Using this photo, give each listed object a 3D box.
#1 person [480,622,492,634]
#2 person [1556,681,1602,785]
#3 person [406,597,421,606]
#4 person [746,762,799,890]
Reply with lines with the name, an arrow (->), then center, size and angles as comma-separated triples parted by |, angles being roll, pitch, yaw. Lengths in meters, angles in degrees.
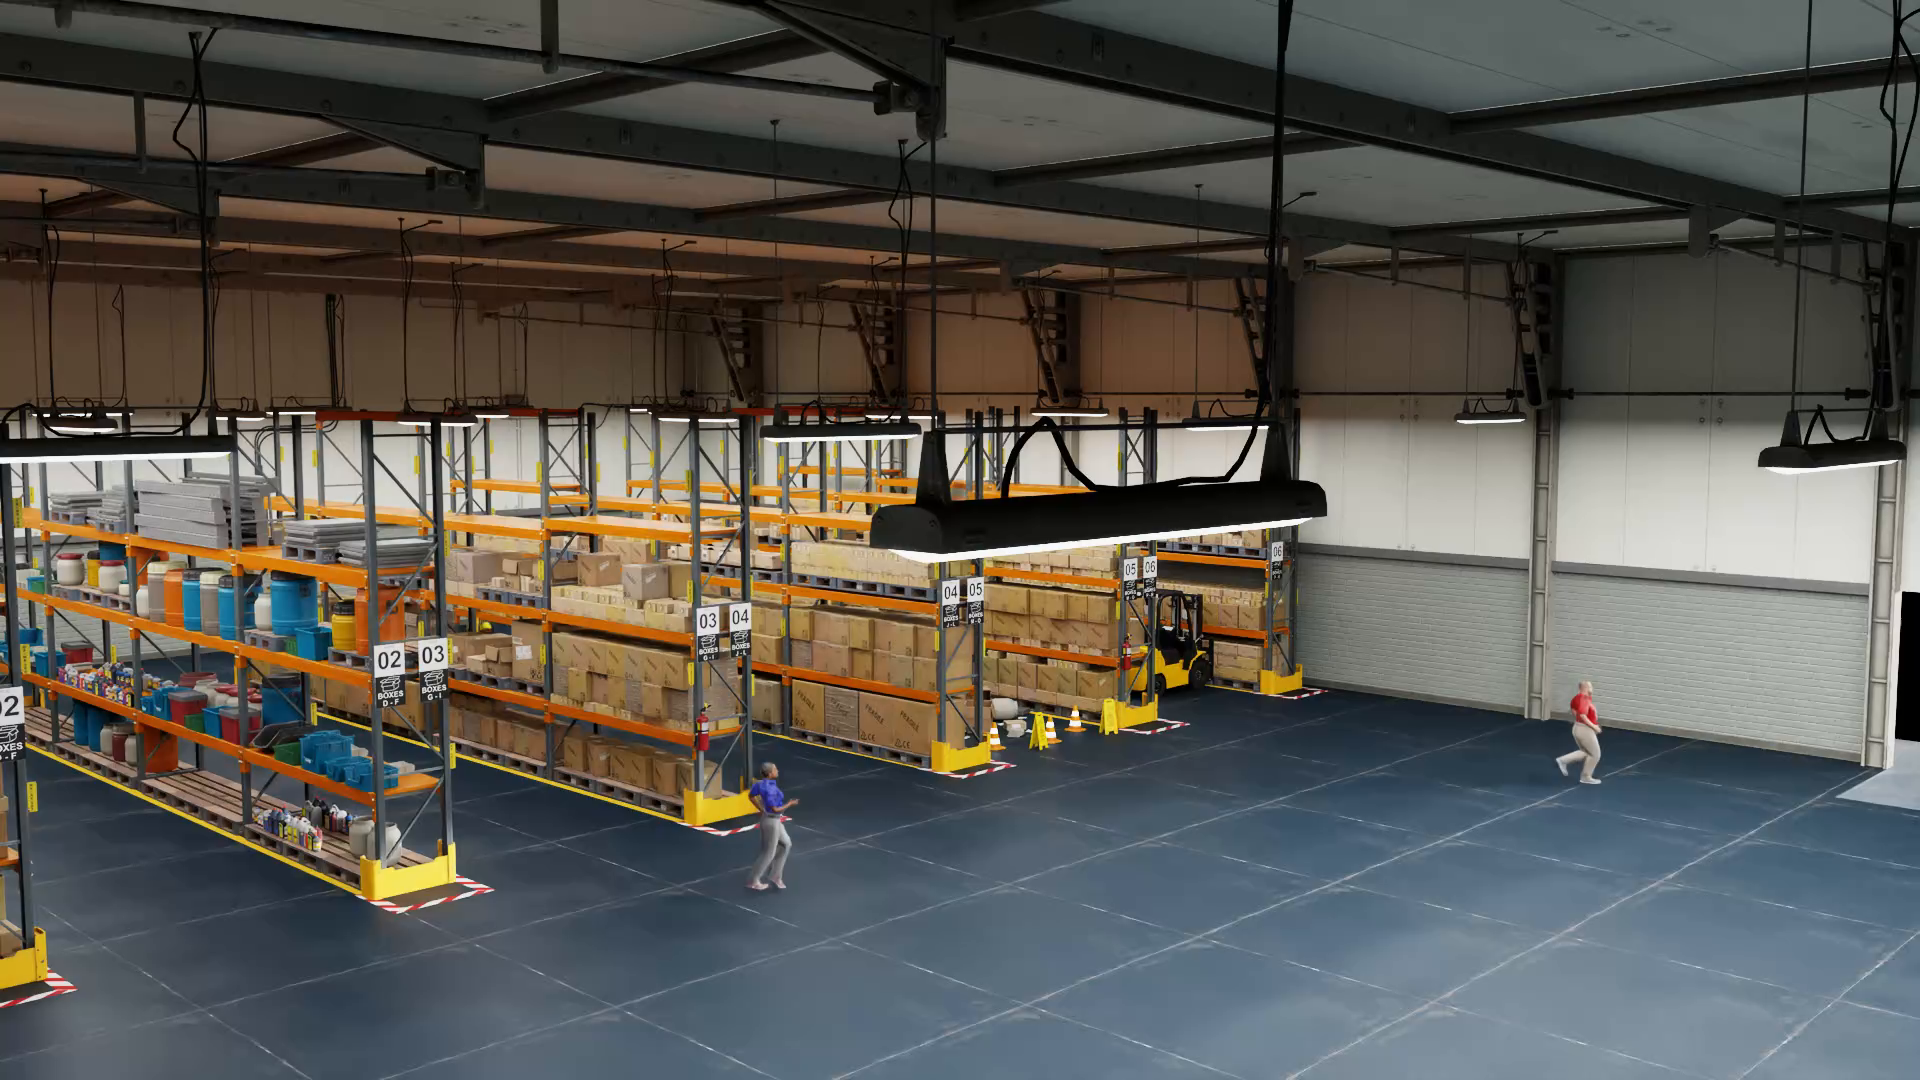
person -> -9.432, 2.511, 33.010 | 0.957, 1.779, 0.646 | 5, 7, 42
person -> 10.051, 3.106, 26.911 | 0.653, 1.682, 0.686 | 0, 5, 4
person -> -12.692, 2.080, 38.406 | 0.764, 1.751, 0.778 | 0, 5, 5
person -> -2.388, 3.647, 21.095 | 0.693, 1.702, 0.554 | -1, 5, -15
